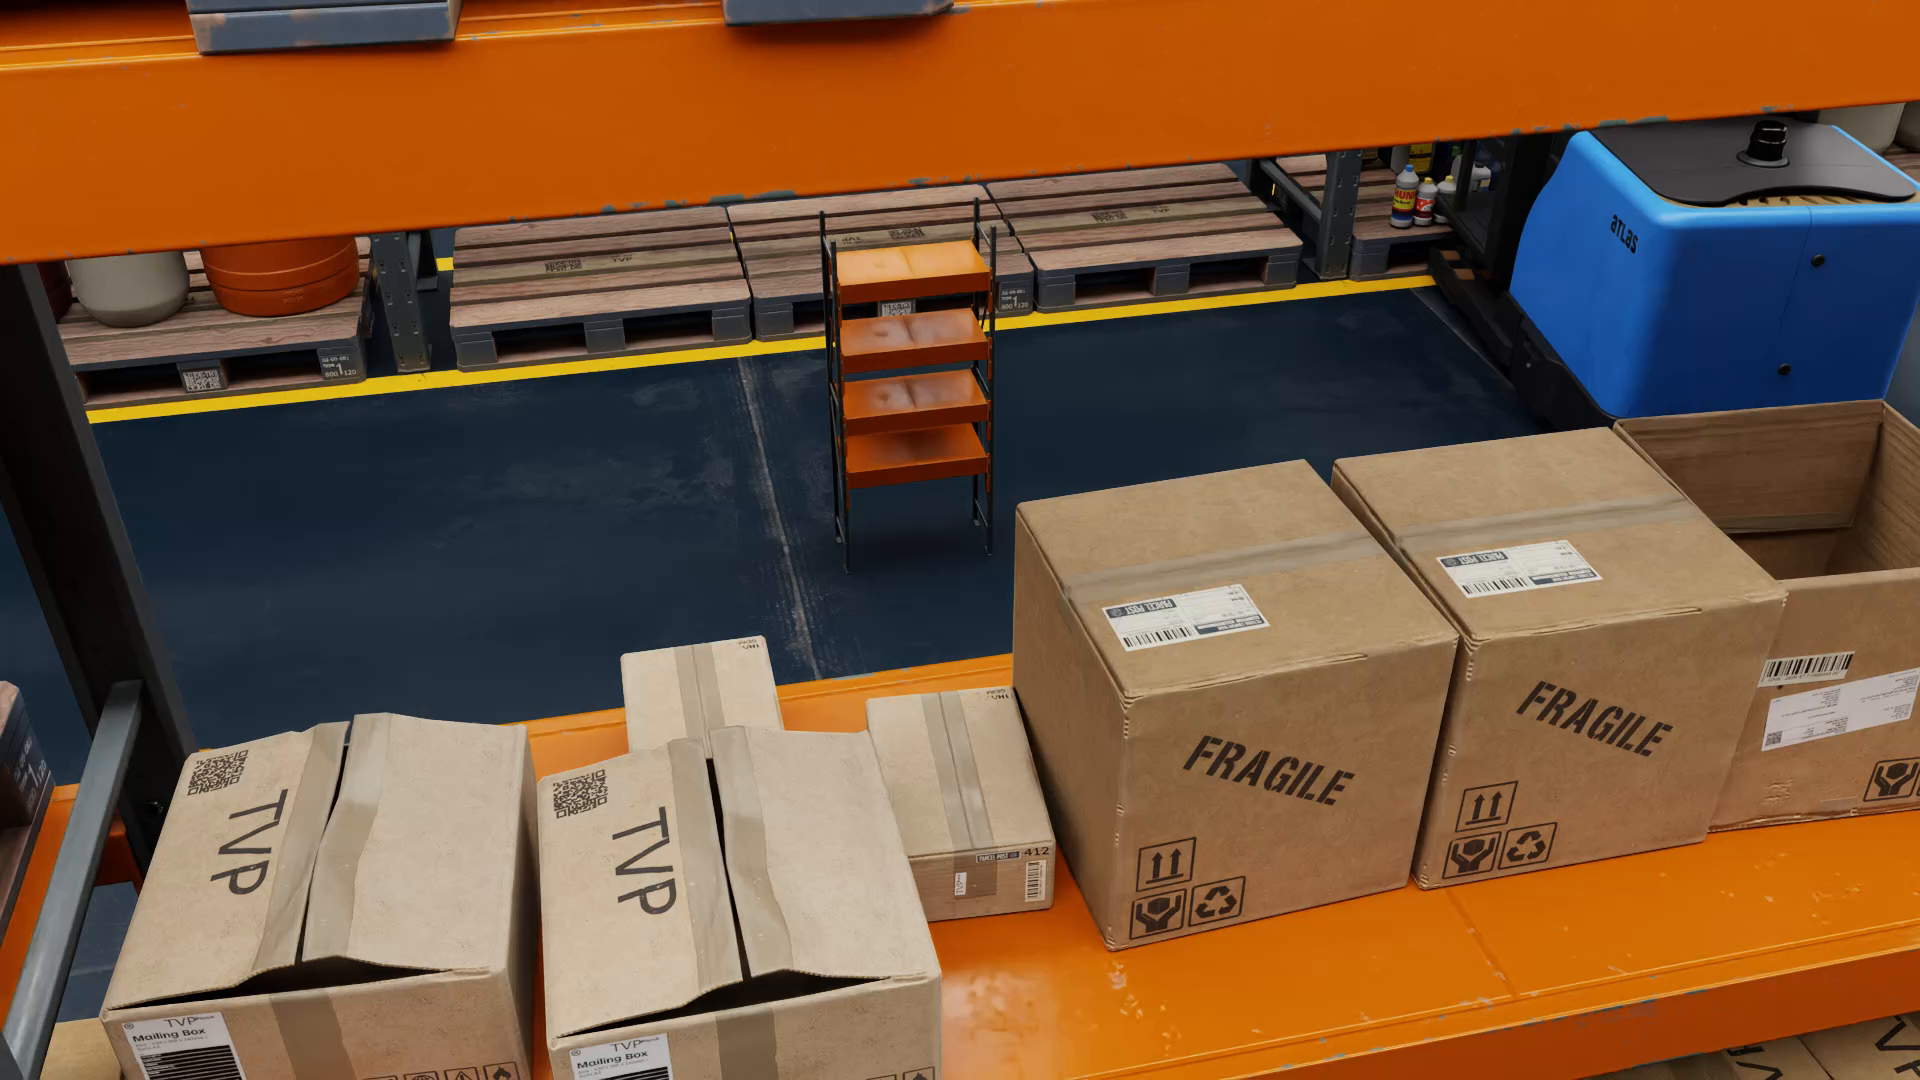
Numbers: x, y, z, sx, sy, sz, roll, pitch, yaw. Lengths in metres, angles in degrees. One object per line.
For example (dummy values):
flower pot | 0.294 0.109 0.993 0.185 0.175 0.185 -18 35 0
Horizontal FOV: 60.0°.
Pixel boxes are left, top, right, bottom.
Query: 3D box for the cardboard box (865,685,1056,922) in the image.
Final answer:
cardboard box | -0.007 0.416 2.664 0.250 0.149 0.380 -5 34 -7

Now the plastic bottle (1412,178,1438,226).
plastic bottle | 2.081 -1.519 7.439 0.097 0.201 0.097 0 34 0

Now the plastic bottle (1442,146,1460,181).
plastic bottle | 2.267 -1.653 7.565 0.133 0.283 0.061 -7 35 -11

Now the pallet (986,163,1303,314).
pallet | 0.817 -1.410 7.661 1.213 0.211 1.003 -7 35 -11

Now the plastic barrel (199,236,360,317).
plastic barrel | -2.801 -1.397 6.711 0.708 0.830 0.600 -7 35 -11

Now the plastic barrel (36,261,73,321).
plastic barrel | -3.902 -1.158 6.572 0.708 0.588 0.600 -7 35 -11

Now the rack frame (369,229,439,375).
rack frame | -2.327 -2.194 6.327 0.127 3.000 1.000 -7 35 -11

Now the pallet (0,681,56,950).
pallet | -1.884 0.700 2.187 1.003 0.211 1.213 -7 35 -11

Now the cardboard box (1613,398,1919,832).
cardboard box | 1.397 0.116 2.795 0.500 0.500 0.500 -5 34 -7

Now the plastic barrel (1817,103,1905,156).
plastic barrel | 4.361 -2.134 8.094 0.421 0.512 0.421 0 34 0

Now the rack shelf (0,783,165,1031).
rack shelf | -3.189 1.044 2.149 4.000 0.370 1.077 -7 35 -11

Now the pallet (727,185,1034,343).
pallet | -0.376 -1.258 7.435 1.213 0.211 1.003 -7 35 -11

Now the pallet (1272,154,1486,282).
pallet | 2.238 -1.587 7.926 1.213 0.211 1.003 -7 35 -11

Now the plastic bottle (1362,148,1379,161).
plastic bottle | 1.970 -1.979 8.049 0.133 0.283 0.061 -6 34 -8

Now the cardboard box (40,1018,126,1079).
cardboard box | -1.745 1.255 3.037 0.500 0.500 0.500 -6 34 -9

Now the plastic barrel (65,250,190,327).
plastic barrel | -3.332 -1.148 6.624 0.421 0.512 0.421 0 34 0

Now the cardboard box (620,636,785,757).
cardboard box | -0.422 0.343 2.773 0.250 0.149 0.380 -7 35 -11

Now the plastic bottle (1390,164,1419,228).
plastic bottle | 1.981 -1.536 7.401 0.097 0.271 0.097 0 34 0

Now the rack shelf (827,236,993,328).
rack shelf | -0.161 -0.804 5.166 0.480 0.148 0.258 -7 35 -11

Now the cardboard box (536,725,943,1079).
cardboard box | -0.323 0.531 2.346 0.500 0.311 0.500 -8 35 -11

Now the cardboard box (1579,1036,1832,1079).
cardboard box | 1.338 1.075 3.044 0.500 0.311 0.500 -7 35 -11

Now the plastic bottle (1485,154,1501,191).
plastic bottle | 2.453 -1.642 7.487 0.185 0.351 0.144 -6 34 -9

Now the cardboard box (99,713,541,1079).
cardboard box | -0.874 0.515 2.371 0.500 0.311 0.500 -5 34 -8

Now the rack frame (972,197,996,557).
rack frame | 0.077 -0.508 5.430 0.015 1.200 0.240 -7 35 -11

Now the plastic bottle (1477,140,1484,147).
plastic bottle | 2.641 -2.067 8.121 0.185 0.351 0.144 -7 35 -11

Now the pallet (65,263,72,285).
pallet | -4.275 -0.768 6.705 1.213 0.211 1.003 -7 35 -11

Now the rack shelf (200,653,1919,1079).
rack shelf | 0.712 0.552 2.881 4.000 0.370 1.077 -7 35 -11

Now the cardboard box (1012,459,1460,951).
cardboard box | 0.395 0.242 2.607 0.500 0.500 0.500 -9 35 -13

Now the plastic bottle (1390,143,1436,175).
plastic bottle | 2.170 -1.926 7.910 0.185 0.351 0.144 -7 35 -11

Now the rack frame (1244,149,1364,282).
rack frame | 1.574 -2.685 7.060 0.127 3.000 1.000 -7 35 -11

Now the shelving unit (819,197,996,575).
shelving unit | -0.161 -0.478 5.385 0.503 1.200 0.258 -7 35 -11

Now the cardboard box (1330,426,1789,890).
cardboard box | 0.908 0.178 2.704 0.500 0.500 0.500 -7 35 -10

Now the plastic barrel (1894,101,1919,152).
plastic barrel | 4.850 -2.196 8.186 0.421 0.512 0.421 0 34 0

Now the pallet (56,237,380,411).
pallet | -3.087 -0.916 6.926 1.213 0.211 1.003 -7 35 -11

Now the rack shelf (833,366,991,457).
rack shelf | -0.161 -0.422 5.423 0.480 0.148 0.258 -7 35 -11

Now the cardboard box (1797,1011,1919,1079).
cardboard box | 1.825 1.015 3.133 0.500 0.311 0.500 -6 34 -9

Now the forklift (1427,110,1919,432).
forklift | 2.685 -2.227 6.439 1.130 2.935 3.031 -2 34 -3

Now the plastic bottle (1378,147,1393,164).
plastic bottle | 2.139 -2.004 8.027 0.185 0.351 0.144 -8 35 -12

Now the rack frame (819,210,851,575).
rack frame | -0.399 -0.448 5.341 0.015 1.200 0.240 -7 35 -11

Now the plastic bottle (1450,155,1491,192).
plastic bottle | 2.291 -1.593 7.481 0.135 0.276 0.152 -6 34 -9

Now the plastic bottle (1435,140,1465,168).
plastic bottle | 2.383 -1.919 7.967 0.135 0.276 0.152 -7 35 -11

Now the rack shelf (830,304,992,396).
rack shelf | -0.161 -0.608 5.298 0.480 0.148 0.258 -7 35 -11

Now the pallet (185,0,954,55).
pallet | -0.596 -0.800 1.728 1.003 0.211 1.213 -6 34 -8

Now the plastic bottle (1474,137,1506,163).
plastic bottle | 2.421 -1.720 7.604 0.185 0.351 0.144 -7 35 -11

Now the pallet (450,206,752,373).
pallet | -1.563 -1.110 7.214 1.213 0.211 1.003 -7 35 -11

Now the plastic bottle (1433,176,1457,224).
plastic bottle | 2.180 -1.532 7.457 0.097 0.201 0.097 0 34 0

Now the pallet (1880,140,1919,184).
pallet | 4.618 -1.887 8.373 1.213 0.211 1.003 -7 35 -11

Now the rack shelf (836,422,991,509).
rack shelf | -0.161 -0.257 5.533 0.480 0.148 0.258 -7 35 -11

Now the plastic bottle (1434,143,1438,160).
plastic bottle | 2.326 -2.027 8.062 0.185 0.351 0.144 -9 35 -13
